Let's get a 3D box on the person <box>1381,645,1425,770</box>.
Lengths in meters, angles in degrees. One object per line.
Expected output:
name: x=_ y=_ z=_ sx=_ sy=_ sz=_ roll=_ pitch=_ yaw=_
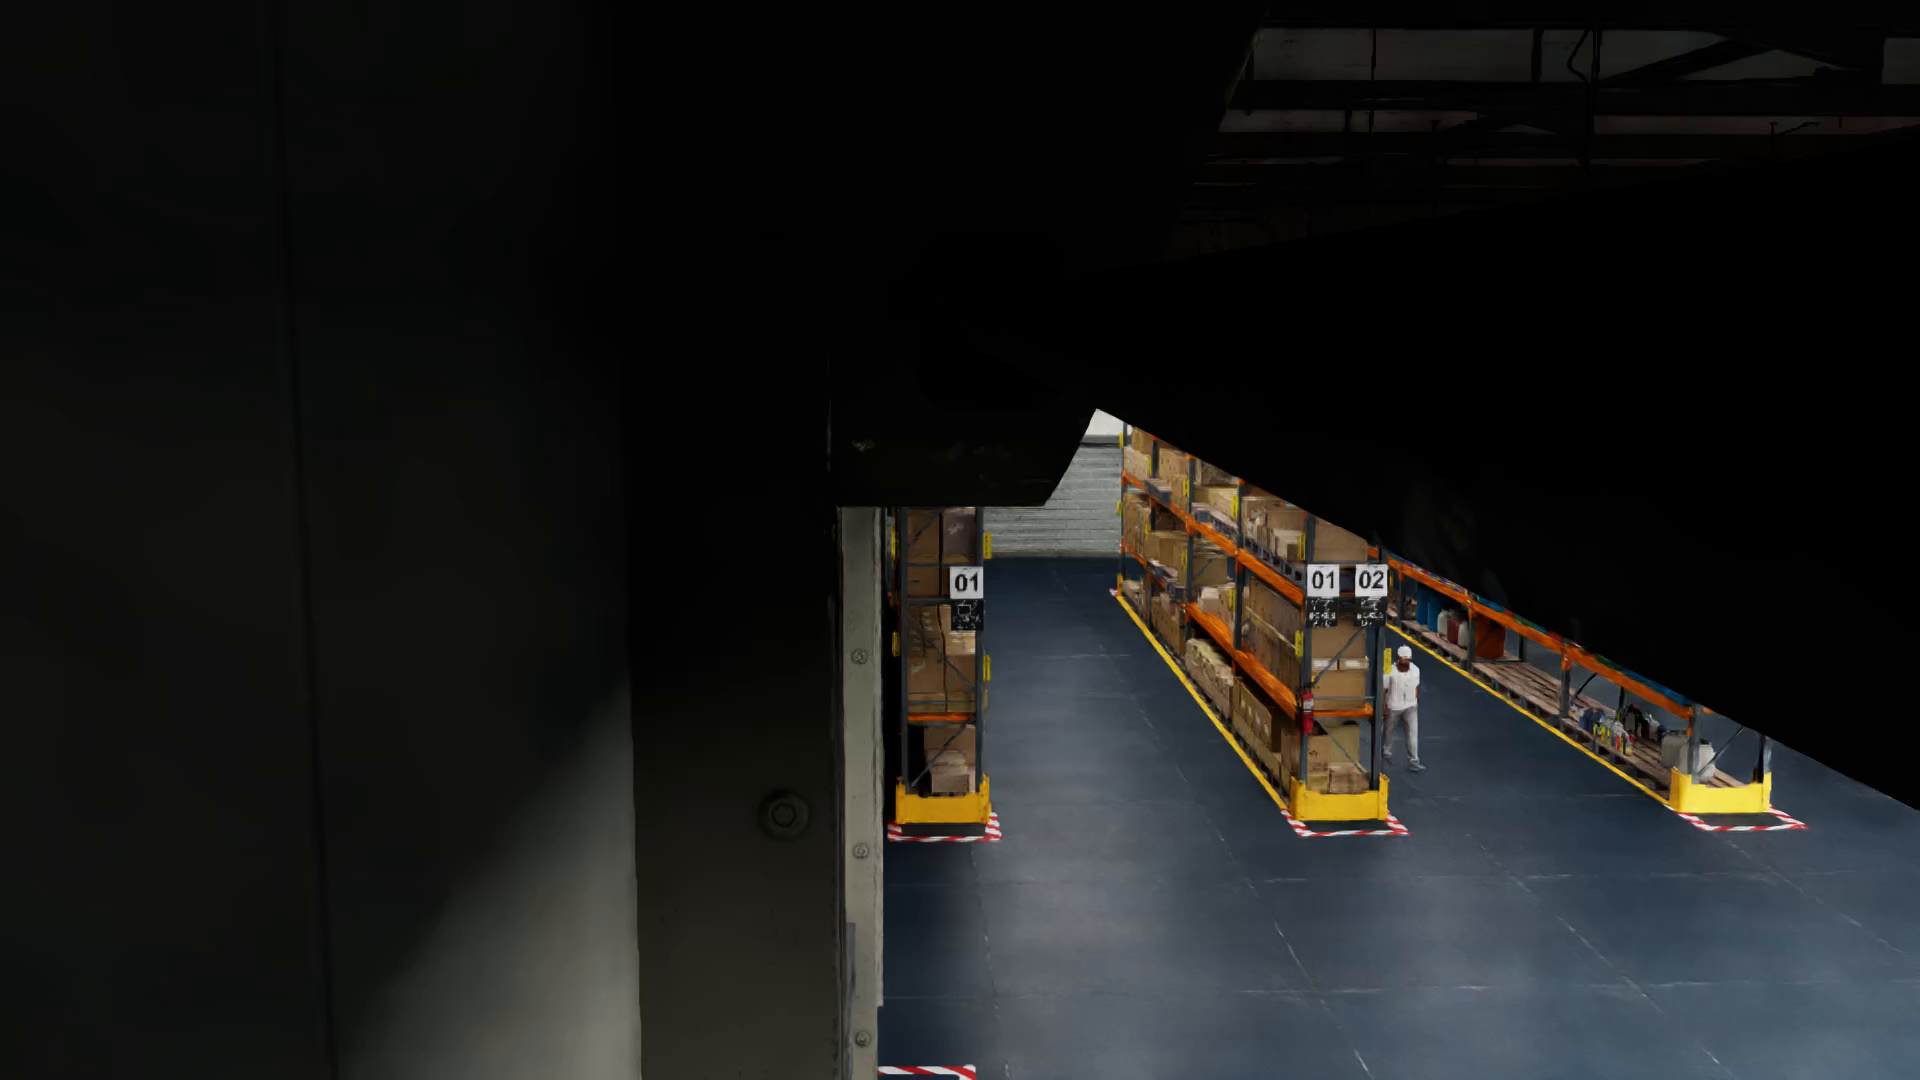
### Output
person: x=6.080 y=2.271 z=22.947 sx=0.577 sy=1.690 sz=1.121 roll=0 pitch=8 yaw=0
